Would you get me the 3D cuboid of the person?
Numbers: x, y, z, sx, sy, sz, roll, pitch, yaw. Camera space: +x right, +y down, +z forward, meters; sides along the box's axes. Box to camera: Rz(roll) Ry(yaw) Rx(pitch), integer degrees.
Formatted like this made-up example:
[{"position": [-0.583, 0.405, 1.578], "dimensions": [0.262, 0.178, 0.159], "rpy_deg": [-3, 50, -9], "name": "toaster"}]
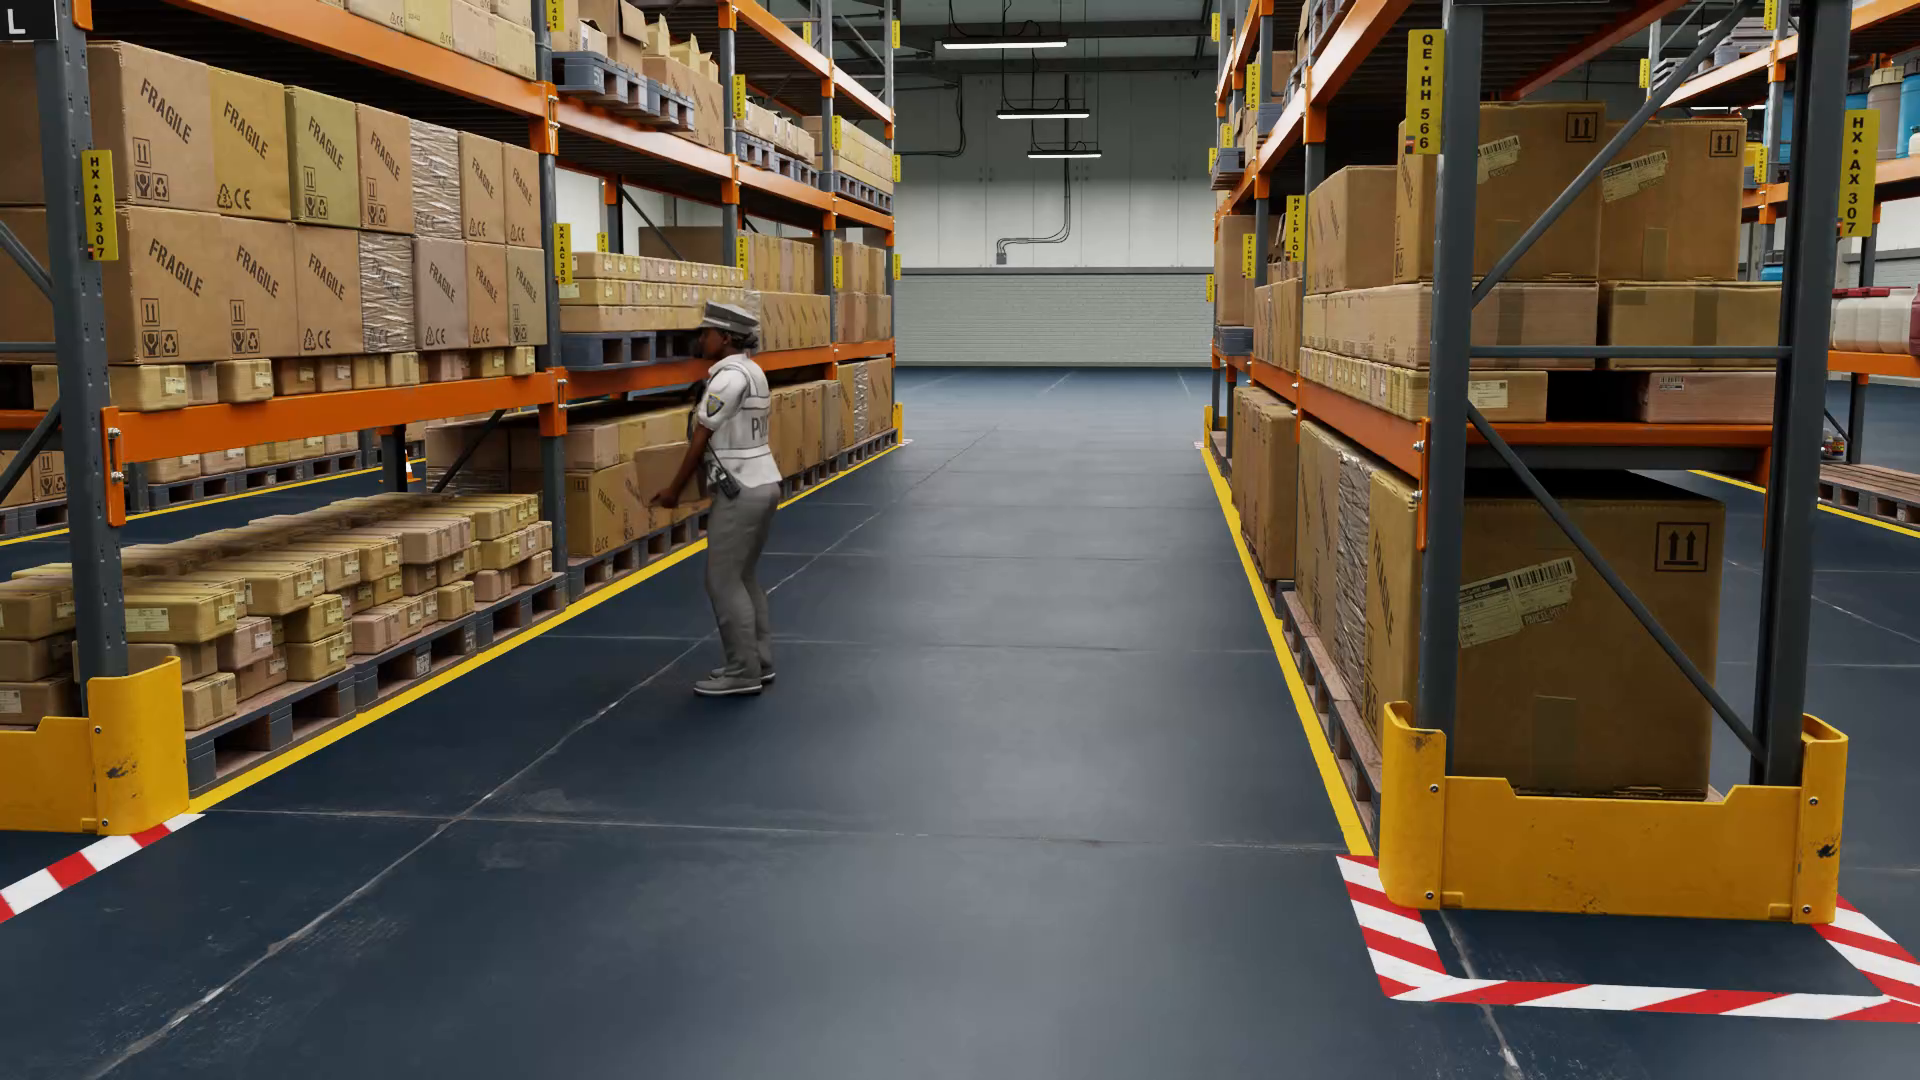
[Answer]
[{"position": [-1.036, -0.185, 7.127], "dimensions": [0.530, 1.683, 0.416], "rpy_deg": [1, 8, 5], "name": "person"}]
